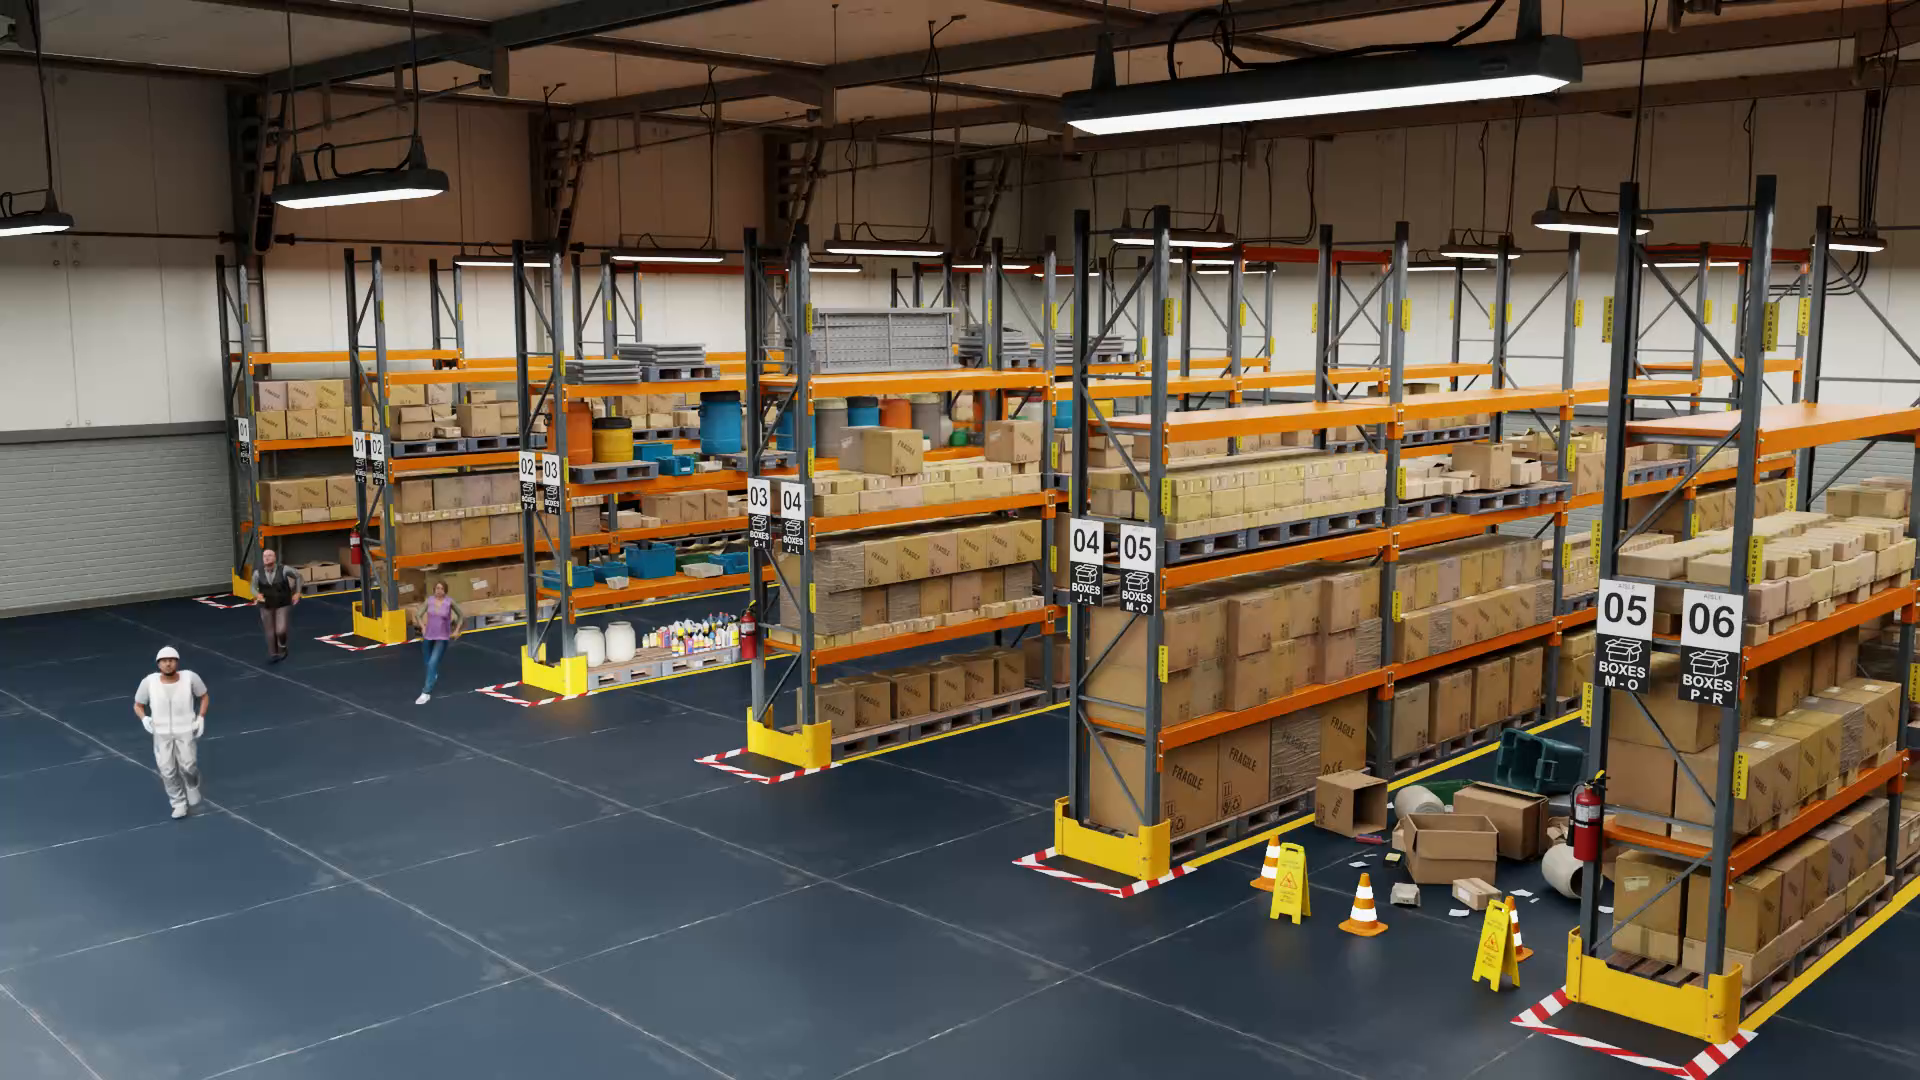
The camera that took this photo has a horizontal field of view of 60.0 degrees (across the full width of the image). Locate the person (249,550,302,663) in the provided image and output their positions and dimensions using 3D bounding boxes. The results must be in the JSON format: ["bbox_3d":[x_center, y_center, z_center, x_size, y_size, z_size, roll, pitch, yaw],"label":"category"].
[{"bbox_3d":[-9.786,0.967,23.788,0.680,1.680,0.761,-2,8,-11],"label":"person"}]

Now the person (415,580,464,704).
[{"bbox_3d":[-6.844,1.349,21.806,0.603,1.475,0.846,0,8,0],"label":"person"}]

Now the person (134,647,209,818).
[{"bbox_3d":[-7.941,1.935,16.767,0.686,1.743,0.581,-3,9,-19],"label":"person"}]
